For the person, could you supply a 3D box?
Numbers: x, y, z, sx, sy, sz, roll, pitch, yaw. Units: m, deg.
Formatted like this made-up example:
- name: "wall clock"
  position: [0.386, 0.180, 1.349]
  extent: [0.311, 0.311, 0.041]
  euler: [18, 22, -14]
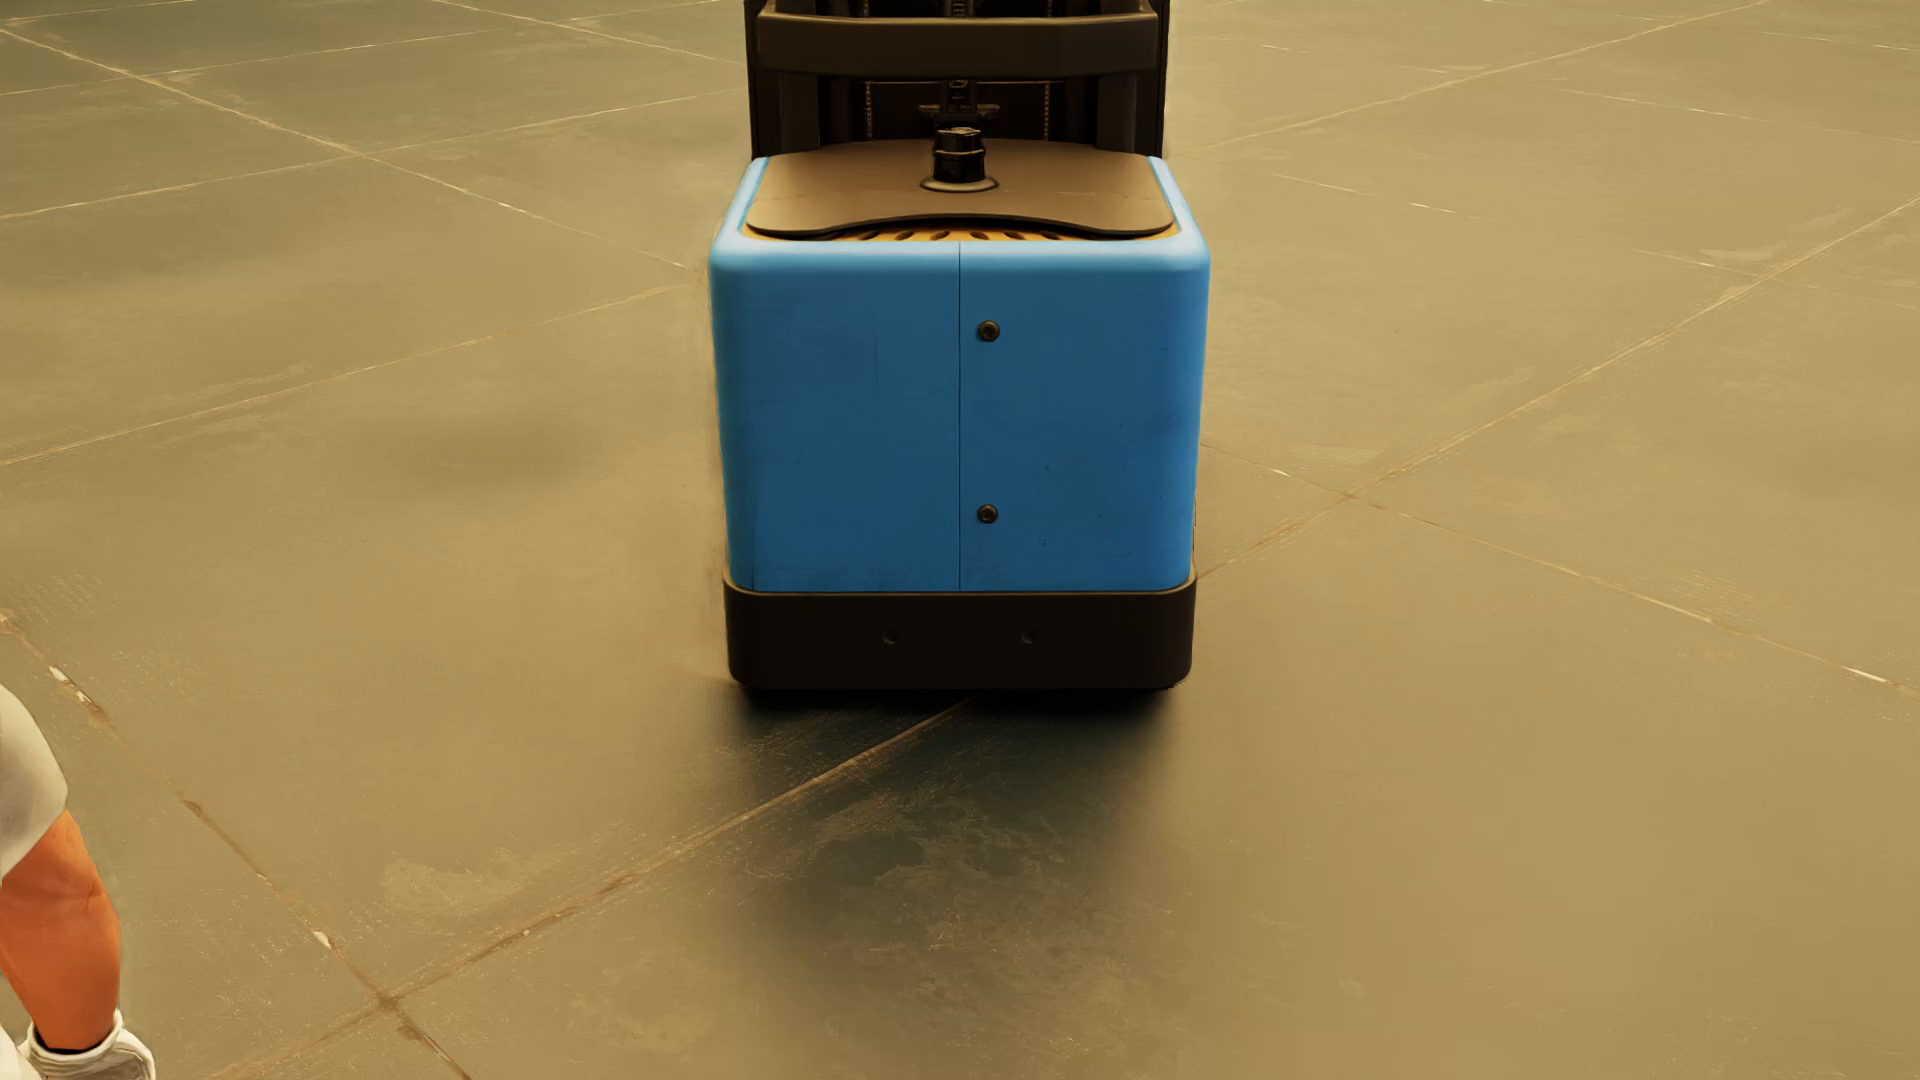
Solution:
- name: "person"
  position: [-0.908, 0.614, 1.265]
  extent: [0.426, 1.788, 0.705]
  euler: [2, 26, 5]

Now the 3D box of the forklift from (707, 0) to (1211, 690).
- name: "forklift"
  position: [-0.010, -1.585, 4.446]
  extent: [1.130, 2.935, 3.031]
  euler: [0, 26, 0]
